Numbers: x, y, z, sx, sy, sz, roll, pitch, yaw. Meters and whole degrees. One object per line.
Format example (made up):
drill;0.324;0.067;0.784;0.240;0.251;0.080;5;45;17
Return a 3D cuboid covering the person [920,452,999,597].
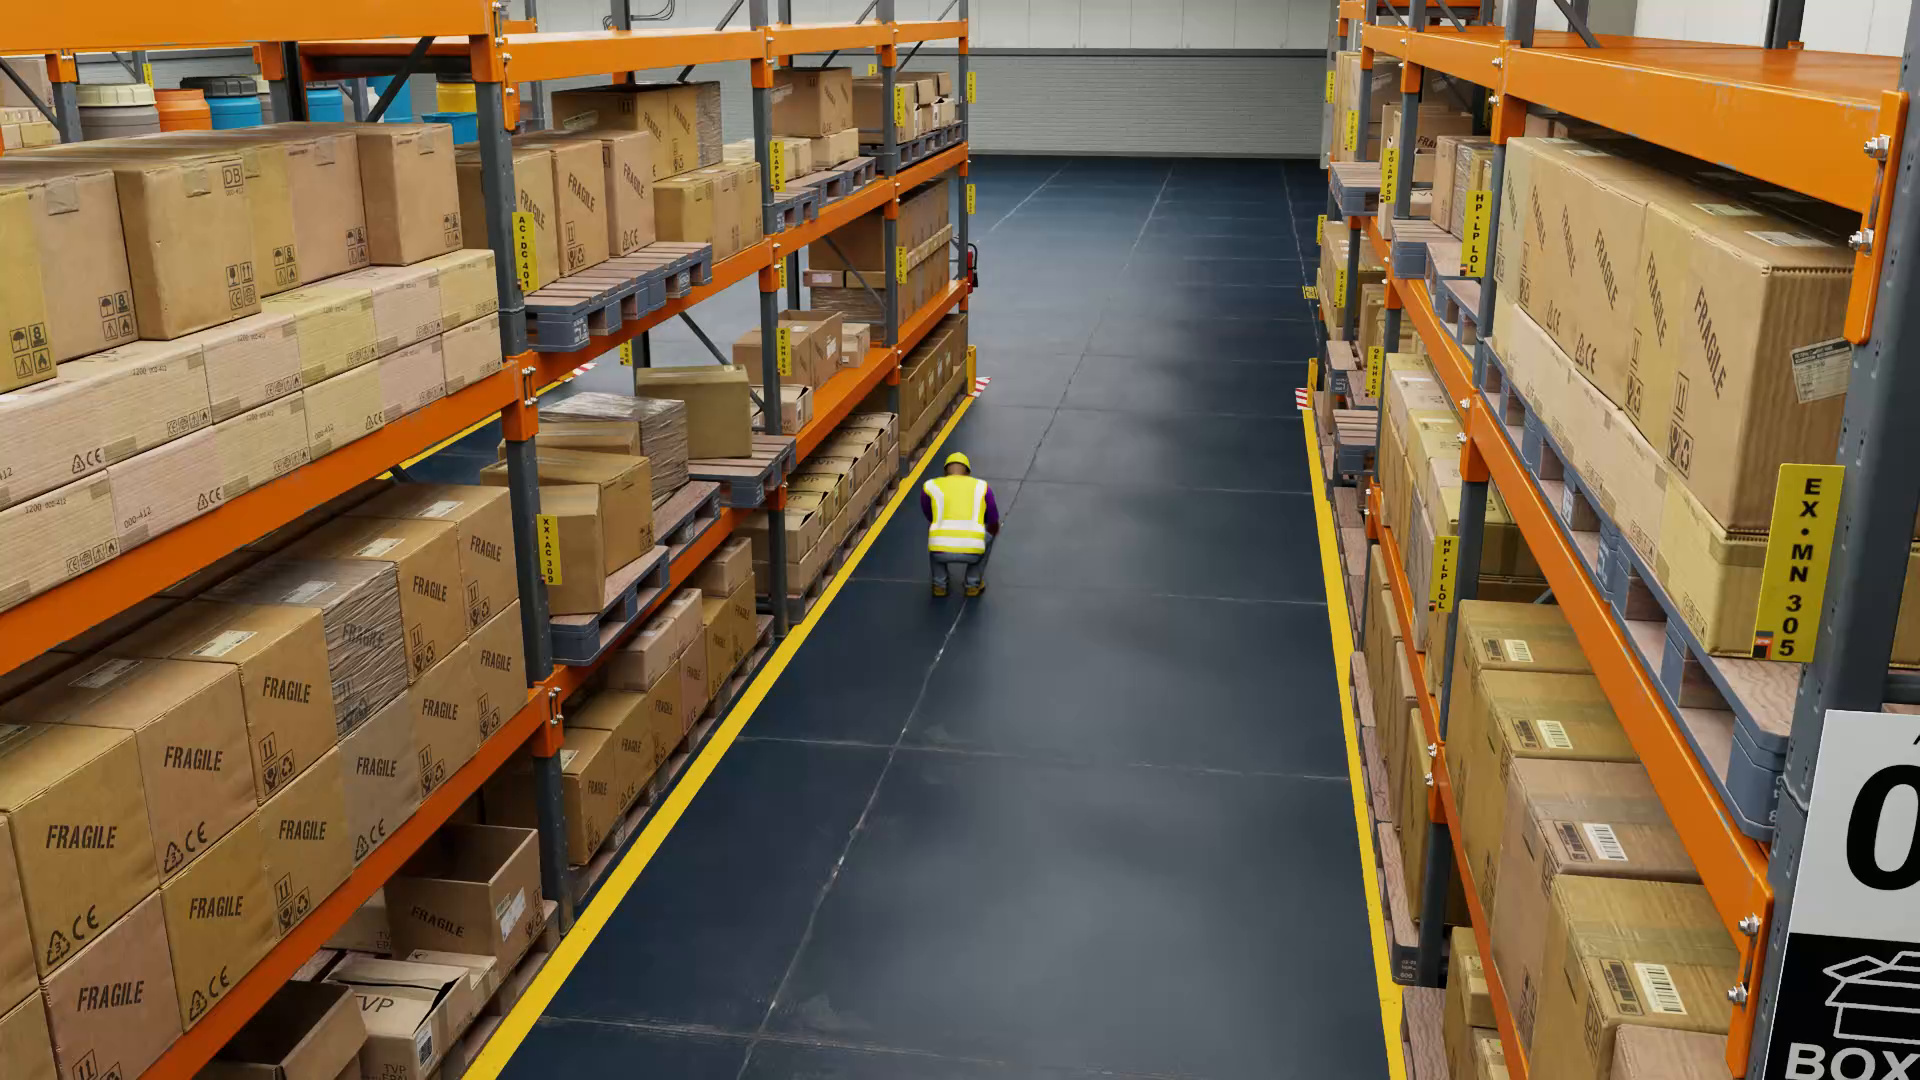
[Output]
person;-0.016;-0.115;12.640;0.593;1.001;0.862;3;18;8
